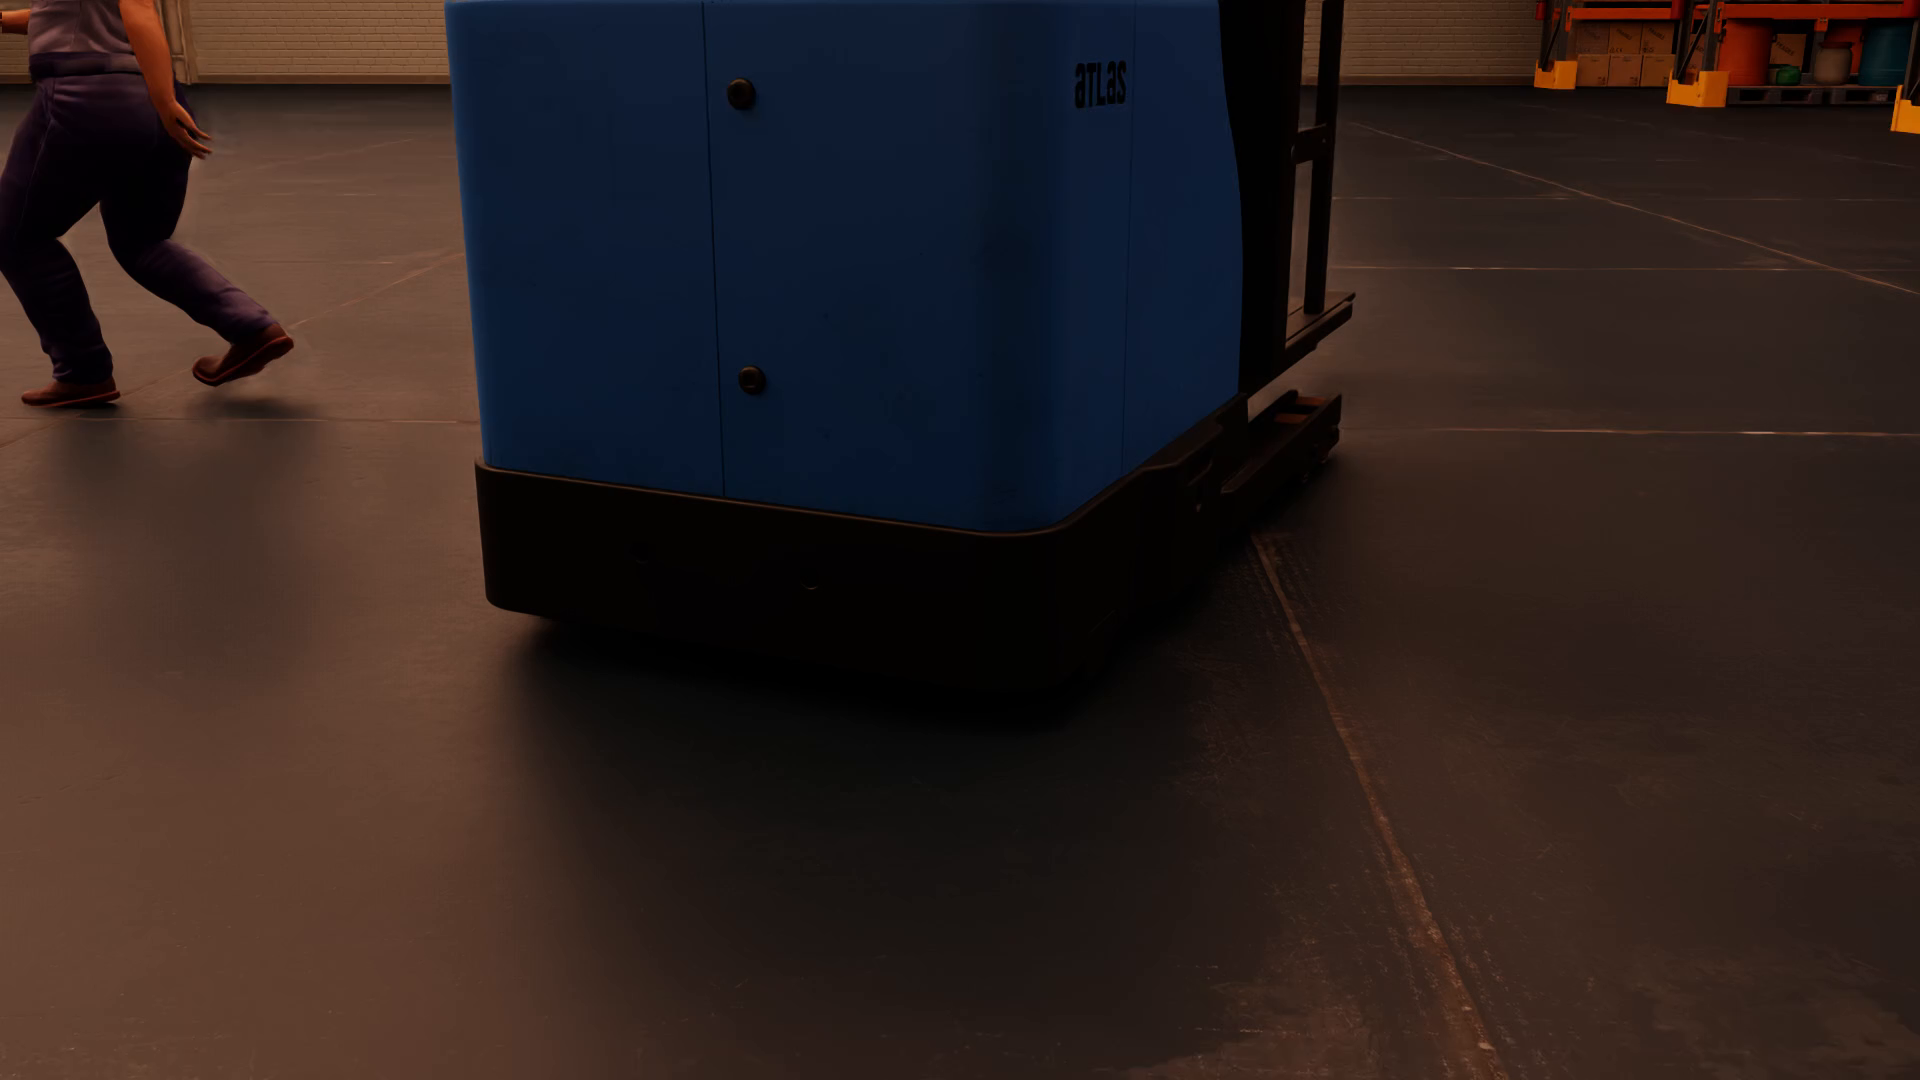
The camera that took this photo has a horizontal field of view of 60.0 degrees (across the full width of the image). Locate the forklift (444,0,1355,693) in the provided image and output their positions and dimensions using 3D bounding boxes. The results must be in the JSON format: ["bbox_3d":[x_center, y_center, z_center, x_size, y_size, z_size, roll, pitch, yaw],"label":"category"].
[{"bbox_3d":[0.262,-1.571,3.490,1.130,2.935,3.031,8,19,23],"label":"forklift"}]

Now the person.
[{"bbox_3d":[-2.213,-1.109,4.346,0.776,1.570,0.533,2,17,6],"label":"person"}]
